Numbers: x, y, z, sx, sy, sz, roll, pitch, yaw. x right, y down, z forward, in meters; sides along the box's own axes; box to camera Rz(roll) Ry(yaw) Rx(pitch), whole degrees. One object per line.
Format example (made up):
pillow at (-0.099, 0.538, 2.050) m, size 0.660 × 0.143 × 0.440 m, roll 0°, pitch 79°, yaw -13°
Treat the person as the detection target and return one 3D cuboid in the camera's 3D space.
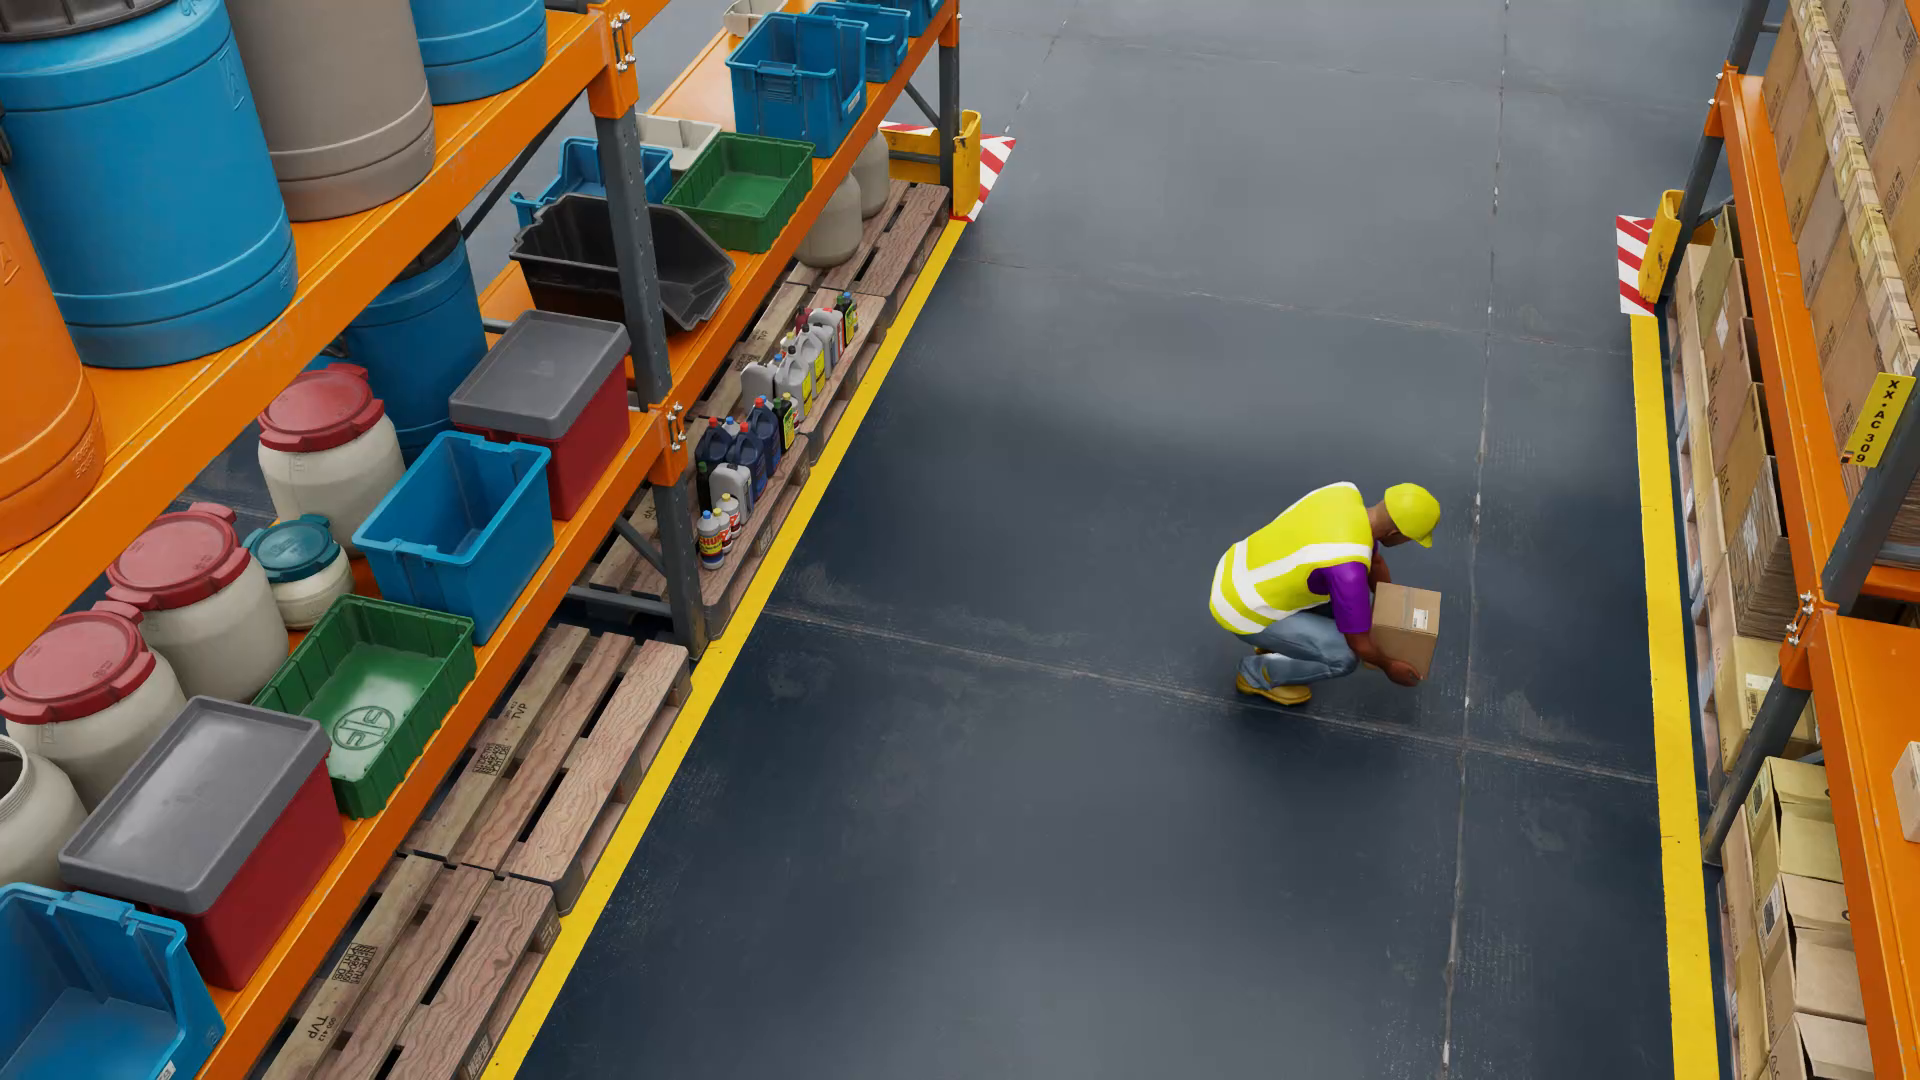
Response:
person at (1.435, 0.168, 6.537) m, size 0.865 × 1.002 × 0.587 m, roll 10°, pitch 42°, yaw 11°
